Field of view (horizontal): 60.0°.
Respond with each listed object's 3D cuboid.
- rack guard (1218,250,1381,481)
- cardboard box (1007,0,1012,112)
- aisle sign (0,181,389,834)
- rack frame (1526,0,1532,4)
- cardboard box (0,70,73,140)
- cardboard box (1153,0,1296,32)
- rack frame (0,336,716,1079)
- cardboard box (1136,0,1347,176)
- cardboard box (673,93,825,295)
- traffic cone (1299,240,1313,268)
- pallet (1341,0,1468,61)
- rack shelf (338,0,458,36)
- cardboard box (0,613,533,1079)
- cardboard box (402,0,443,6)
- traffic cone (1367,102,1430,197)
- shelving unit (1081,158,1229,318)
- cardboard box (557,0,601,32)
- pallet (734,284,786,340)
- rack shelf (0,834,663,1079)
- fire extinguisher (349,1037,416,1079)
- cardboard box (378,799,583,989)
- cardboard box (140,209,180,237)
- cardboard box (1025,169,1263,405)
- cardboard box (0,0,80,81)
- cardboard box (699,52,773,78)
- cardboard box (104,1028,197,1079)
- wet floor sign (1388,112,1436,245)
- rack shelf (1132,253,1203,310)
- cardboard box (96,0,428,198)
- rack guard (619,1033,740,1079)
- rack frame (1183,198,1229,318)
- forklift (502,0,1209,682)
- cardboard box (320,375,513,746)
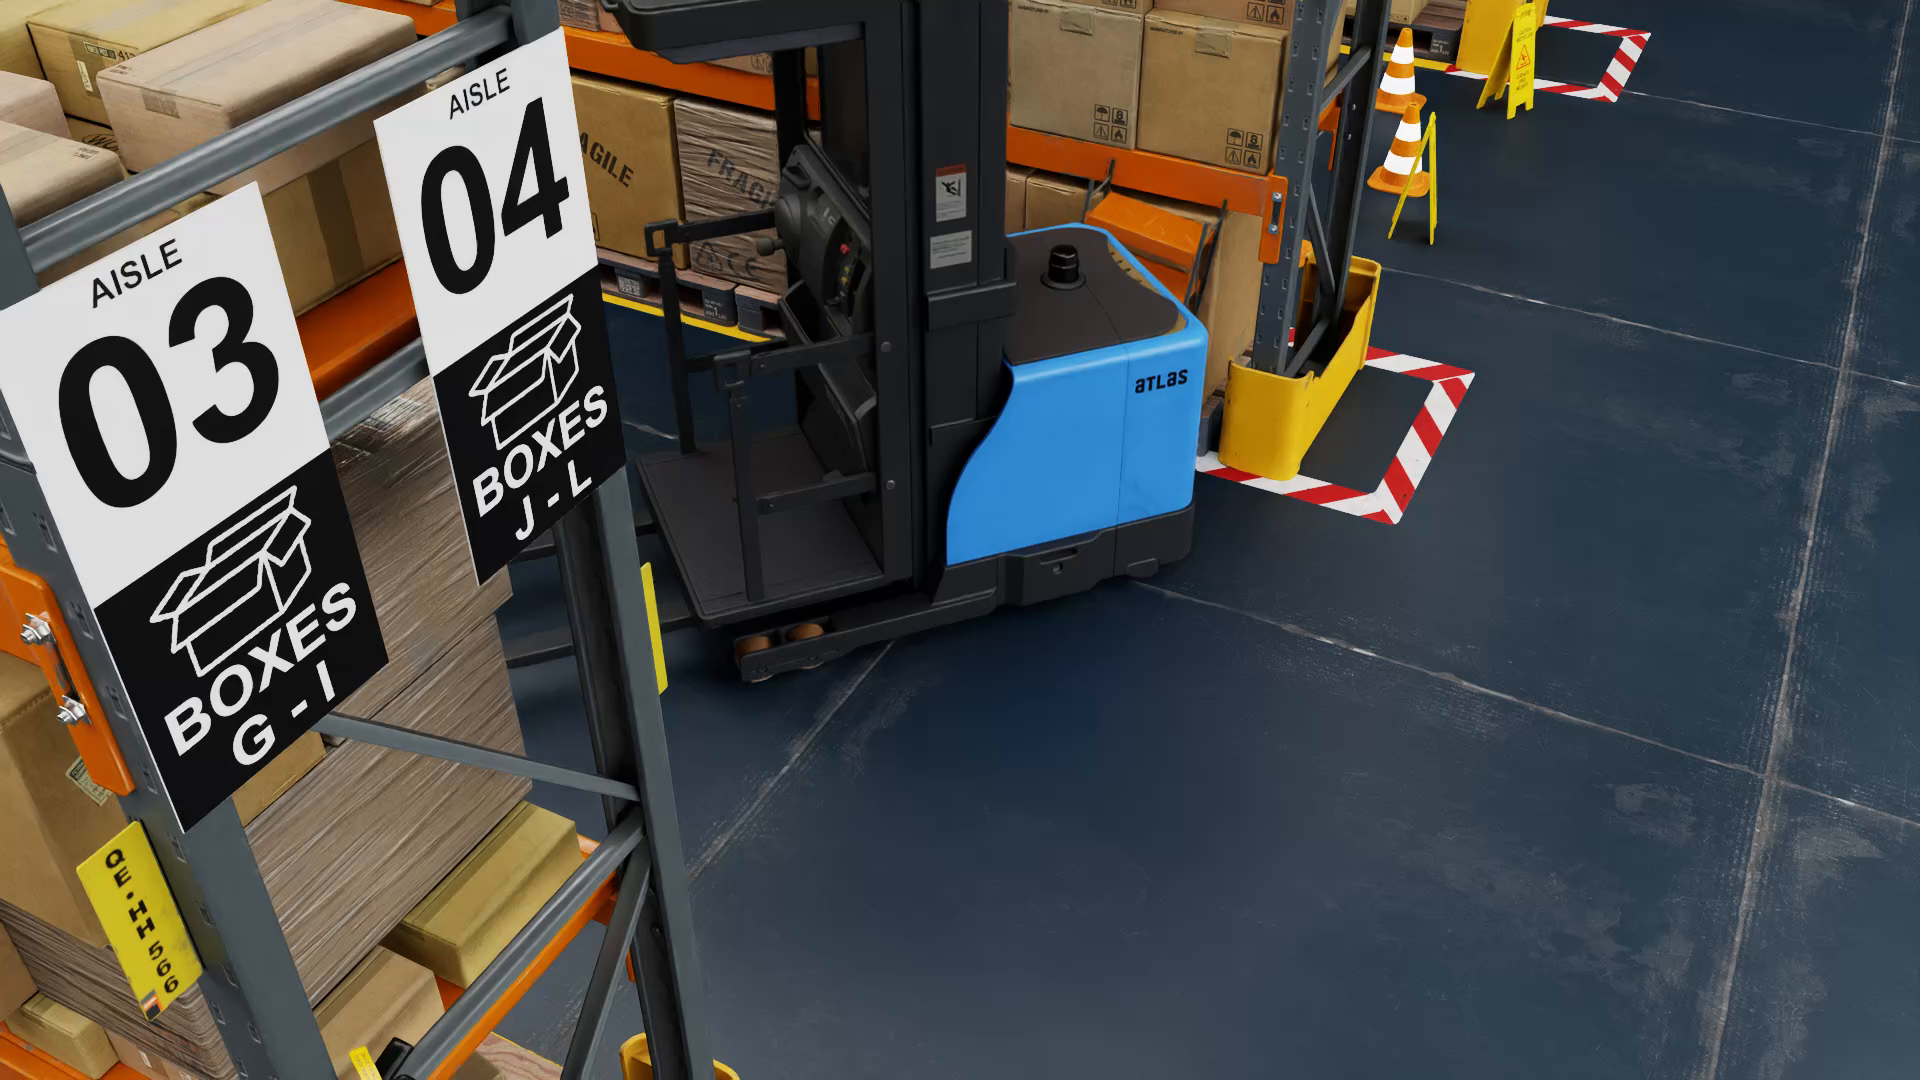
[{"bbox_3d":[1.516,-0.798,7.388,0.348,0.500,1.175,17,41,21],"label":"rack guard"},{"bbox_3d":[0.207,-2.303,7.179,0.550,0.550,0.875,17,41,21],"label":"cardboard box"},{"bbox_3d":[-0.959,-0.023,2.149,0.004,0.787,0.394,17,41,21],"label":"aisle sign"},{"bbox_3d":[3.682,-4.486,10.179,0.127,3.000,1.000,17,41,21],"label":"rack frame"},{"bbox_3d":[-1.443,-0.504,2.247,0.250,0.149,0.380,16,40,20],"label":"cardboard box"},{"bbox_3d":[1.183,-2.414,6.432,0.550,0.550,0.875,17,41,21],"label":"cardboard box"},{"bbox_3d":[-0.876,0.835,3.170,0.127,3.000,1.000,17,41,21],"label":"rack frame"},{"bbox_3d":[1.145,-1.939,6.699,0.550,0.550,0.875,17,41,21],"label":"cardboard box"},{"bbox_3d":[-0.729,-1.772,8.014,0.875,0.875,0.875,18,41,22],"label":"cardboard box"},{"bbox_3d":[1.676,-1.700,8.607,0.334,0.463,0.336,17,41,21],"label":"traffic cone"},{"bbox_3d":[2.909,-3.641,11.372,1.213,0.211,1.003,17,41,21],"label":"pallet"},{"bbox_3d":[-3.833,-3.182,9.056,4.000,0.370,1.077,17,41,21],"label":"rack shelf"},{"bbox_3d":[-1.352,0.509,3.270,0.500,0.500,0.875,17,41,21],"label":"cardboard box"},{"bbox_3d":[-2.643,-2.954,8.078,0.500,0.500,0.500,17,40,21],"label":"cardboard box"},{"bbox_3d":[2.498,-2.212,9.281,0.334,0.463,0.336,17,41,21],"label":"traffic cone"},{"bbox_3d":[0.705,-0.925,6.923,0.503,1.200,0.258,24,42,16],"label":"shelving unit"},{"bbox_3d":[-1.724,-2.876,7.934,0.550,0.550,0.875,17,41,21],"label":"cardboard box"},{"bbox_3d":[-0.330,-1.210,8.169,1.213,0.211,1.003,17,41,21],"label":"pallet"},{"bbox_3d":[-2.652,0.565,4.120,4.000,0.370,1.077,17,41,21],"label":"rack shelf"},{"bbox_3d":[-0.986,1.145,2.825,0.183,0.674,0.296,17,41,21],"label":"fire extinguisher"},{"bbox_3d":[-1.019,0.727,3.519,0.250,0.149,0.380,17,41,21],"label":"cardboard box"},{"bbox_3d":[-1.421,-0.298,2.305,0.500,0.250,0.500,18,41,23],"label":"cardboard box"},{"bbox_3d":[0.862,-1.274,7.358,0.875,0.875,0.875,18,41,22],"label":"cardboard box"},{"bbox_3d":[-1.481,-0.788,2.621,0.250,0.149,0.380,17,40,21],"label":"cardboard box"},{"bbox_3d":[-0.800,-2.522,7.467,0.550,0.550,0.875,17,41,21],"label":"cardboard box"},{"bbox_3d":[-1.446,0.896,3.296,0.250,0.149,0.380,17,41,21],"label":"cardboard box"},{"bbox_3d":[2.431,-1.918,8.742,0.232,0.644,0.267,11,38,14],"label":"wet floor sign"},{"bbox_3d":[0.725,-1.042,6.821,0.480,0.148,0.258,24,42,16],"label":"rack shelf"},{"bbox_3d":[-1.014,-0.660,2.452,0.250,0.149,0.380,17,40,21],"label":"cardboard box"},{"bbox_3d":[-0.943,1.809,3.953,0.348,0.500,1.175,17,41,21],"label":"rack guard"},{"bbox_3d":[0.920,-0.831,6.858,0.015,1.200,0.240,24,42,16],"label":"rack frame"},{"bbox_3d":[-0.656,-1.013,5.661,3.031,2.935,1.130,-13,39,-17],"label":"forklift"},{"bbox_3d":[-1.239,-0.021,3.141,0.500,0.500,0.500,17,41,21],"label":"cardboard box"}]
